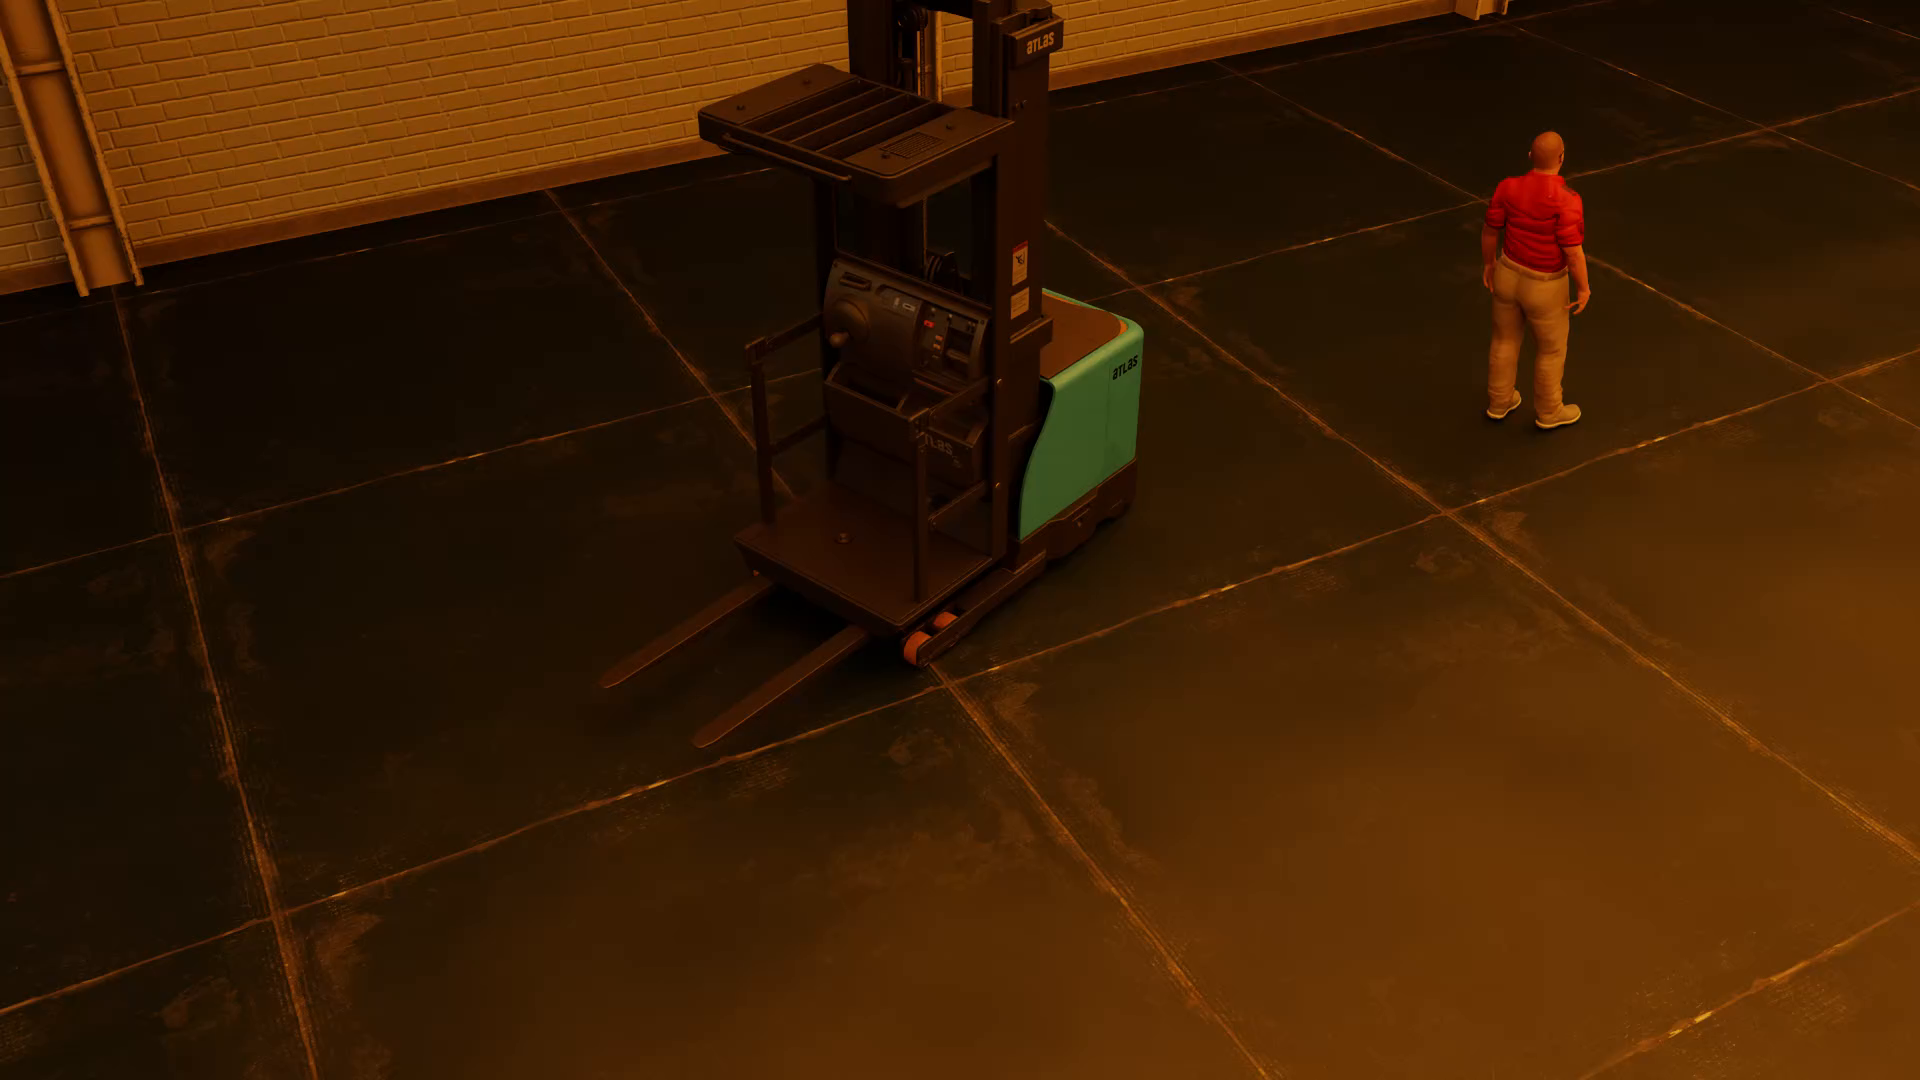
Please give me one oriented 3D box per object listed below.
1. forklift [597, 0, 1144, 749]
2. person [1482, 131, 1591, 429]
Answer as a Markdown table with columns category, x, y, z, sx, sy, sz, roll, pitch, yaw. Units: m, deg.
| category | x | y | z | sx | sy | sz | roll | pitch | yaw |
| --- | --- | --- | --- | --- | --- | --- | --- | --- | --- |
| forklift | -0.390 | -0.927 | 7.434 | 1.130 | 2.935 | 3.031 | 26 | 43 | 31 |
| person | 3.213 | -1.447 | 9.200 | 0.551 | 1.727 | 0.640 | -29 | 44 | -34 |
